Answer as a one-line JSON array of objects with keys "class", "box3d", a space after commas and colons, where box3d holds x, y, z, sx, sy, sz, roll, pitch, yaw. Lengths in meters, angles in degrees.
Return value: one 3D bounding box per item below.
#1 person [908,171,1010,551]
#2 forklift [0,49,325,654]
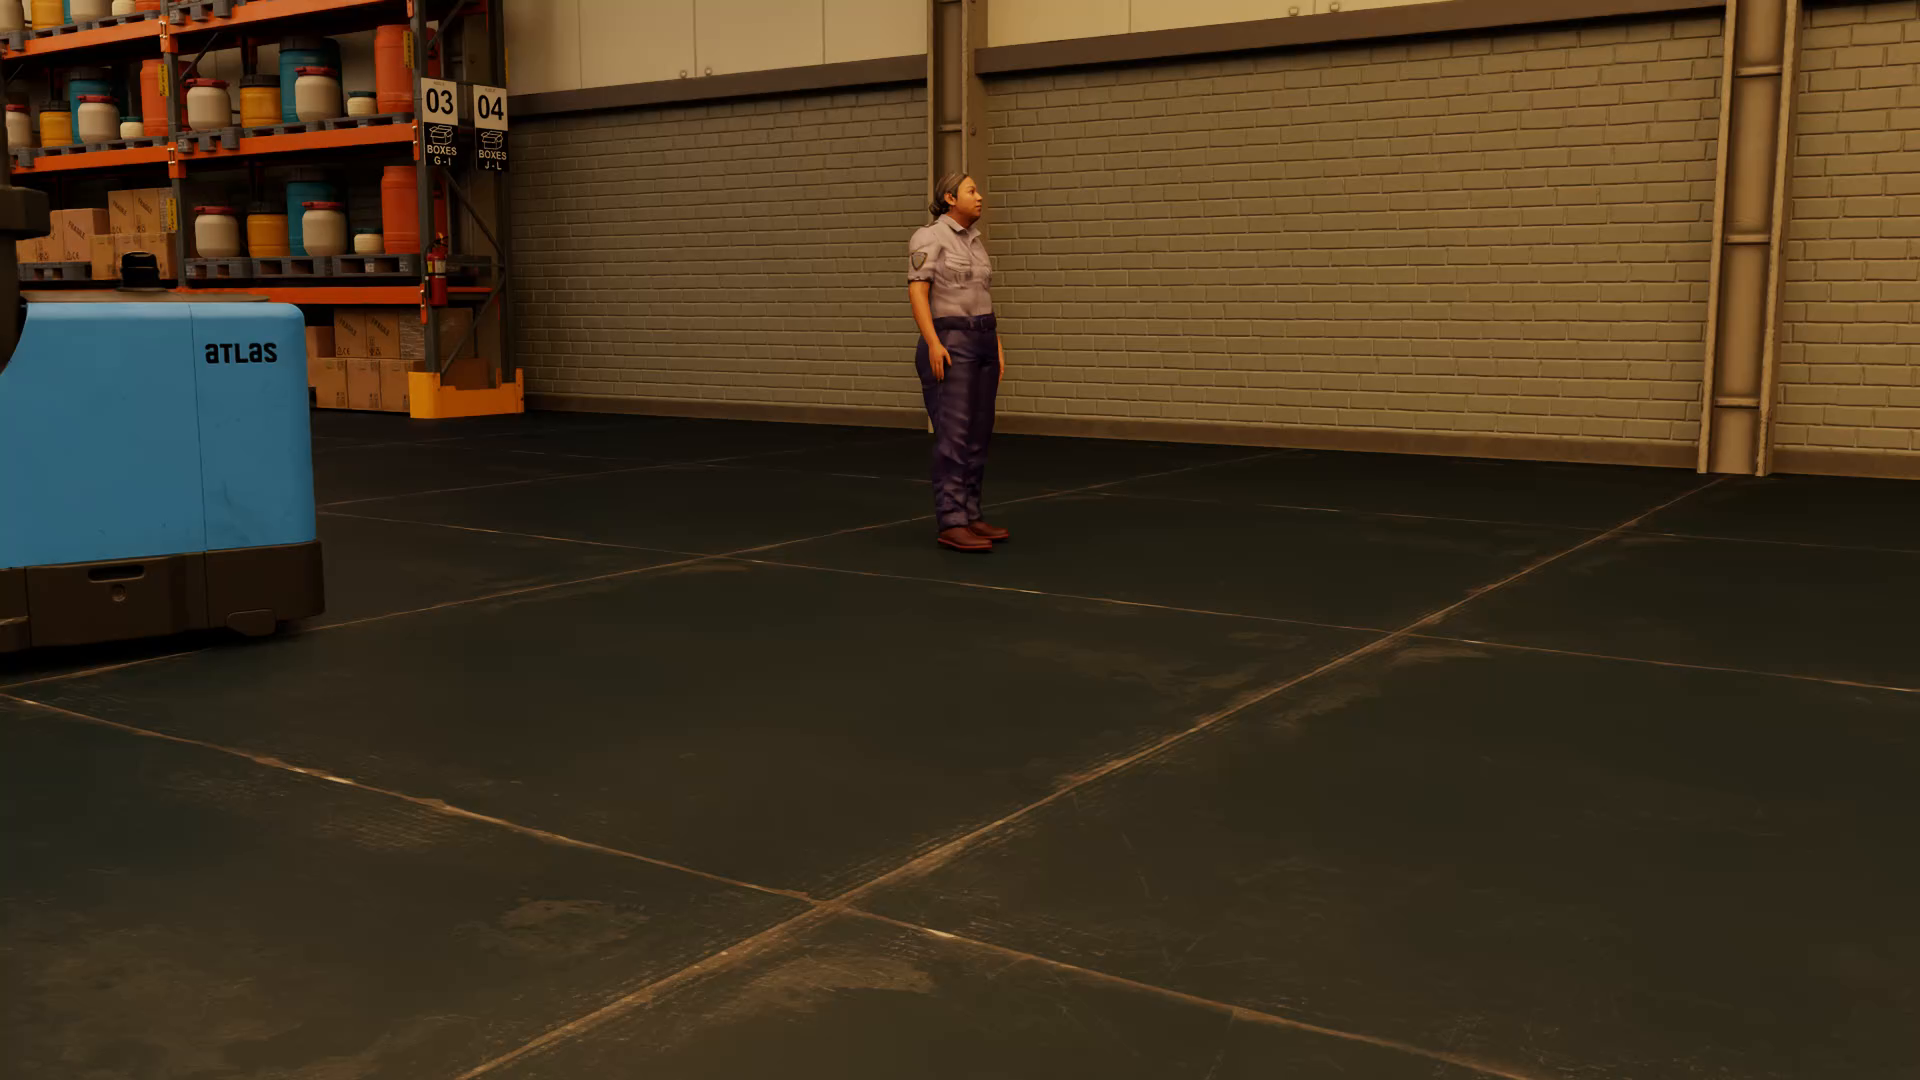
[{"class": "person", "box3d": [0.062, -0.813, 7.418, 0.502, 1.651, 0.598, 5, 10, 34]}, {"class": "forklift", "box3d": [-3.548, -1.066, 4.687, 3.031, 2.935, 1.130, -6, 10, -37]}]
